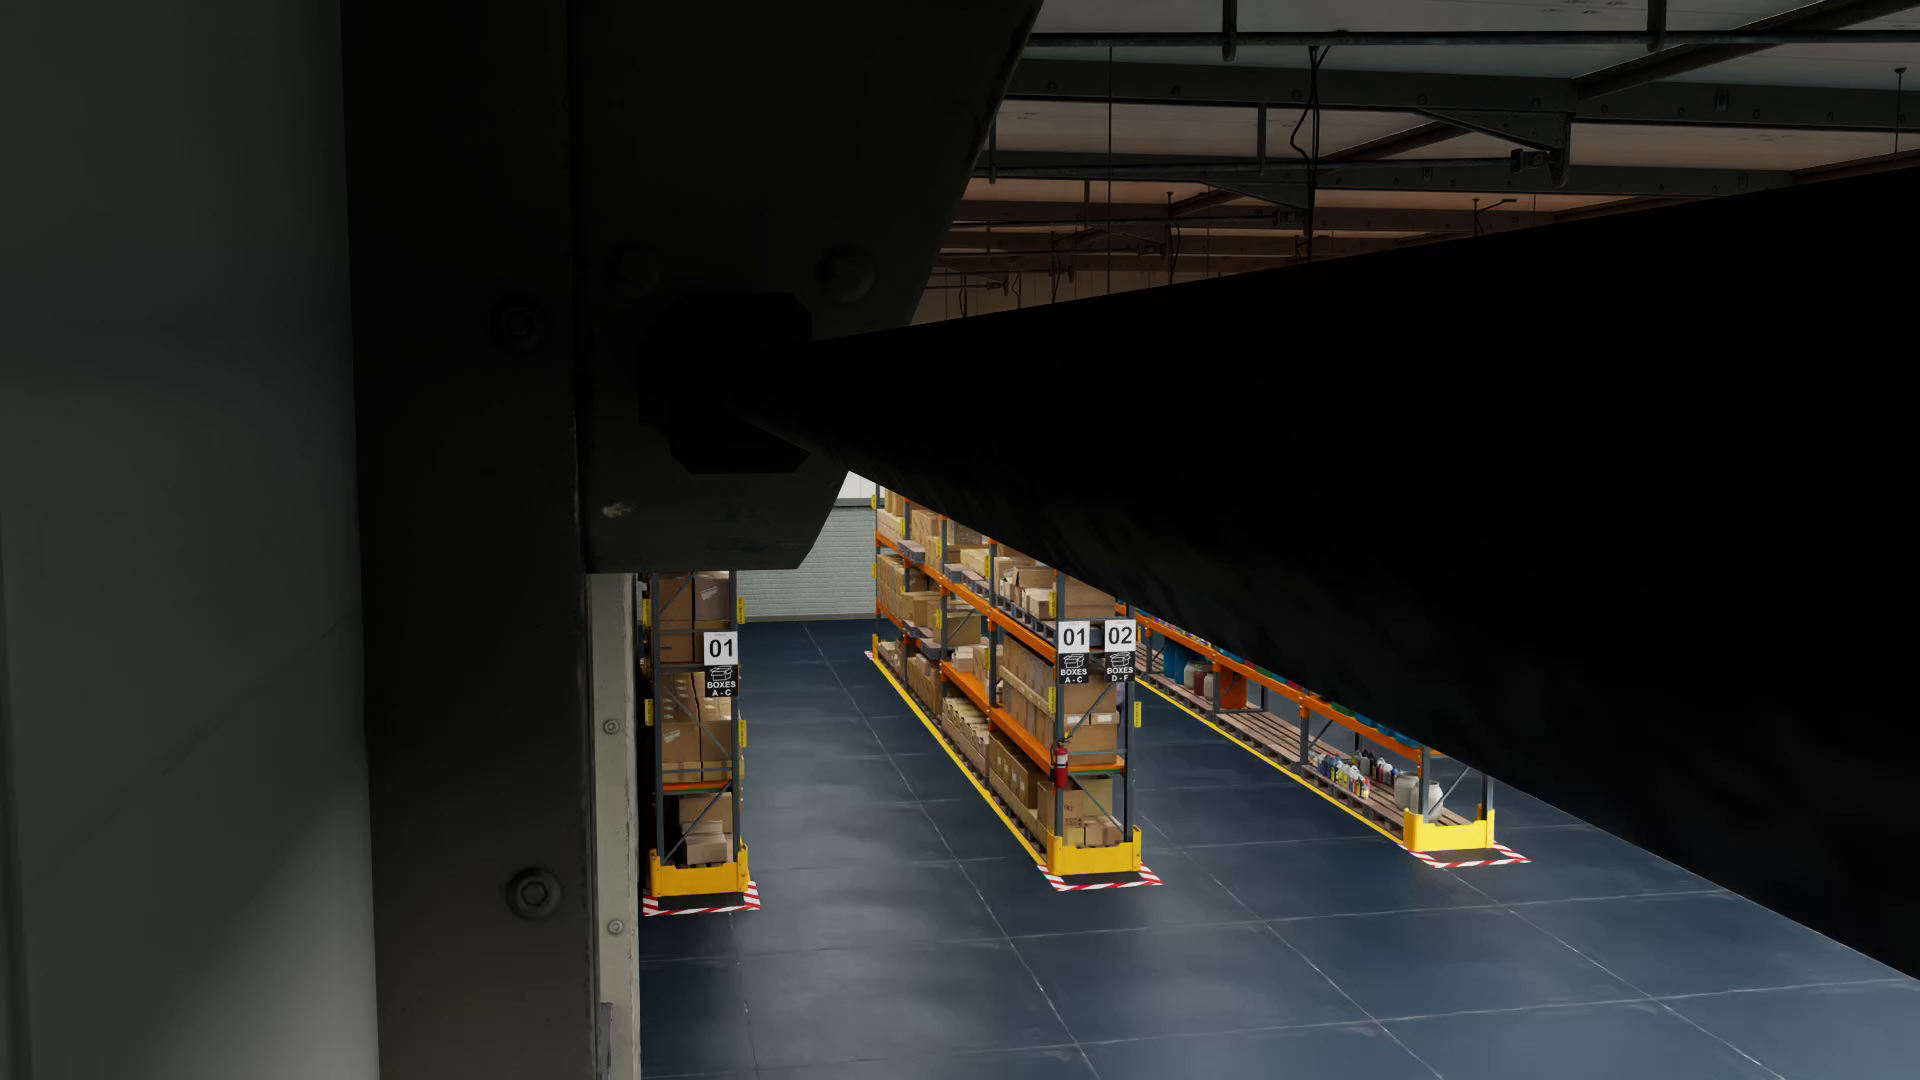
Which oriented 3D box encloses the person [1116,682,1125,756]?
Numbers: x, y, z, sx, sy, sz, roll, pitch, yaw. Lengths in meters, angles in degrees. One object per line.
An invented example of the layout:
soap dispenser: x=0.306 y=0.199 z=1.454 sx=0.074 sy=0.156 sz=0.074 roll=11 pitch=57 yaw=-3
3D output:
person: x=2.457 y=2.766 z=26.774 sx=0.507 sy=1.618 sz=0.892 roll=-1 pitch=6 yaw=-9
